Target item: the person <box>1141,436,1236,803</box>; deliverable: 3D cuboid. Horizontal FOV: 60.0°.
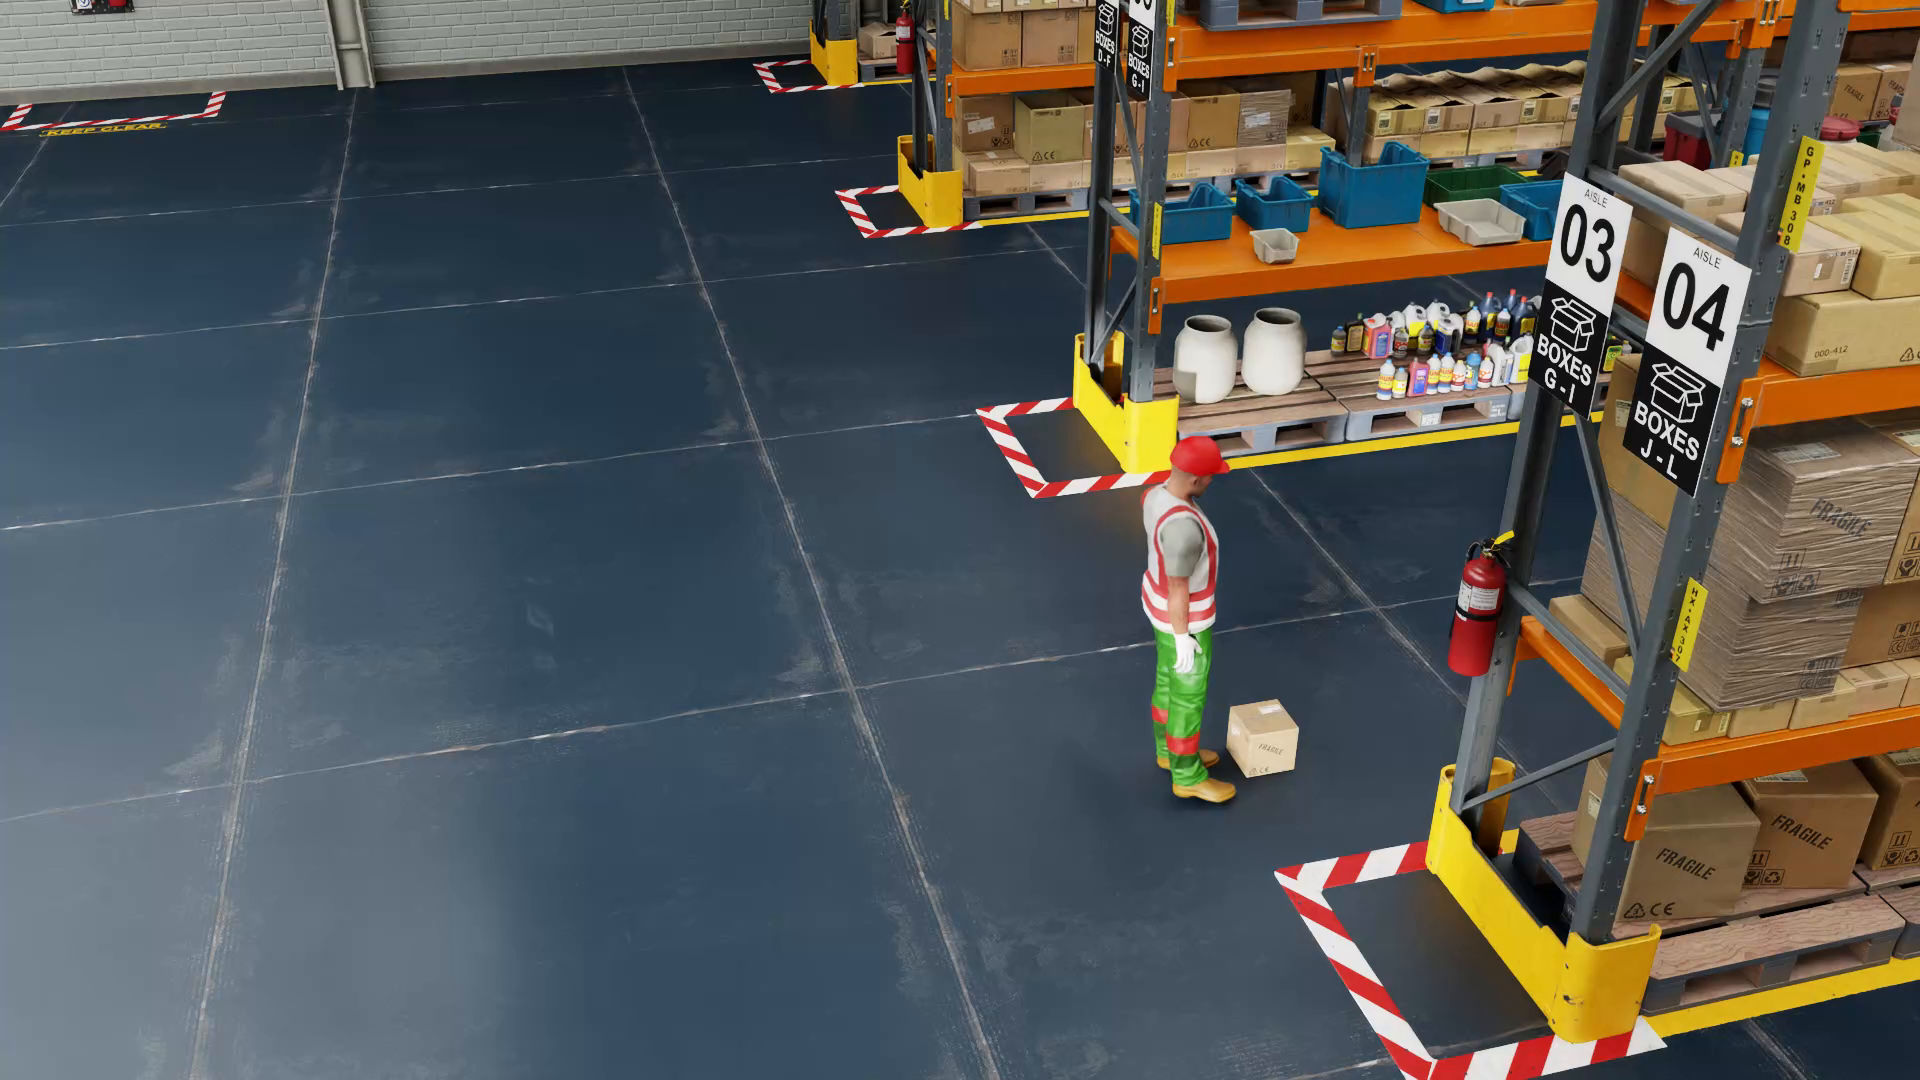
[{"bbox_3d":[1.055,0.344,7.586,0.459,1.792,0.567,-4,30,-6],"label":"person"}]
